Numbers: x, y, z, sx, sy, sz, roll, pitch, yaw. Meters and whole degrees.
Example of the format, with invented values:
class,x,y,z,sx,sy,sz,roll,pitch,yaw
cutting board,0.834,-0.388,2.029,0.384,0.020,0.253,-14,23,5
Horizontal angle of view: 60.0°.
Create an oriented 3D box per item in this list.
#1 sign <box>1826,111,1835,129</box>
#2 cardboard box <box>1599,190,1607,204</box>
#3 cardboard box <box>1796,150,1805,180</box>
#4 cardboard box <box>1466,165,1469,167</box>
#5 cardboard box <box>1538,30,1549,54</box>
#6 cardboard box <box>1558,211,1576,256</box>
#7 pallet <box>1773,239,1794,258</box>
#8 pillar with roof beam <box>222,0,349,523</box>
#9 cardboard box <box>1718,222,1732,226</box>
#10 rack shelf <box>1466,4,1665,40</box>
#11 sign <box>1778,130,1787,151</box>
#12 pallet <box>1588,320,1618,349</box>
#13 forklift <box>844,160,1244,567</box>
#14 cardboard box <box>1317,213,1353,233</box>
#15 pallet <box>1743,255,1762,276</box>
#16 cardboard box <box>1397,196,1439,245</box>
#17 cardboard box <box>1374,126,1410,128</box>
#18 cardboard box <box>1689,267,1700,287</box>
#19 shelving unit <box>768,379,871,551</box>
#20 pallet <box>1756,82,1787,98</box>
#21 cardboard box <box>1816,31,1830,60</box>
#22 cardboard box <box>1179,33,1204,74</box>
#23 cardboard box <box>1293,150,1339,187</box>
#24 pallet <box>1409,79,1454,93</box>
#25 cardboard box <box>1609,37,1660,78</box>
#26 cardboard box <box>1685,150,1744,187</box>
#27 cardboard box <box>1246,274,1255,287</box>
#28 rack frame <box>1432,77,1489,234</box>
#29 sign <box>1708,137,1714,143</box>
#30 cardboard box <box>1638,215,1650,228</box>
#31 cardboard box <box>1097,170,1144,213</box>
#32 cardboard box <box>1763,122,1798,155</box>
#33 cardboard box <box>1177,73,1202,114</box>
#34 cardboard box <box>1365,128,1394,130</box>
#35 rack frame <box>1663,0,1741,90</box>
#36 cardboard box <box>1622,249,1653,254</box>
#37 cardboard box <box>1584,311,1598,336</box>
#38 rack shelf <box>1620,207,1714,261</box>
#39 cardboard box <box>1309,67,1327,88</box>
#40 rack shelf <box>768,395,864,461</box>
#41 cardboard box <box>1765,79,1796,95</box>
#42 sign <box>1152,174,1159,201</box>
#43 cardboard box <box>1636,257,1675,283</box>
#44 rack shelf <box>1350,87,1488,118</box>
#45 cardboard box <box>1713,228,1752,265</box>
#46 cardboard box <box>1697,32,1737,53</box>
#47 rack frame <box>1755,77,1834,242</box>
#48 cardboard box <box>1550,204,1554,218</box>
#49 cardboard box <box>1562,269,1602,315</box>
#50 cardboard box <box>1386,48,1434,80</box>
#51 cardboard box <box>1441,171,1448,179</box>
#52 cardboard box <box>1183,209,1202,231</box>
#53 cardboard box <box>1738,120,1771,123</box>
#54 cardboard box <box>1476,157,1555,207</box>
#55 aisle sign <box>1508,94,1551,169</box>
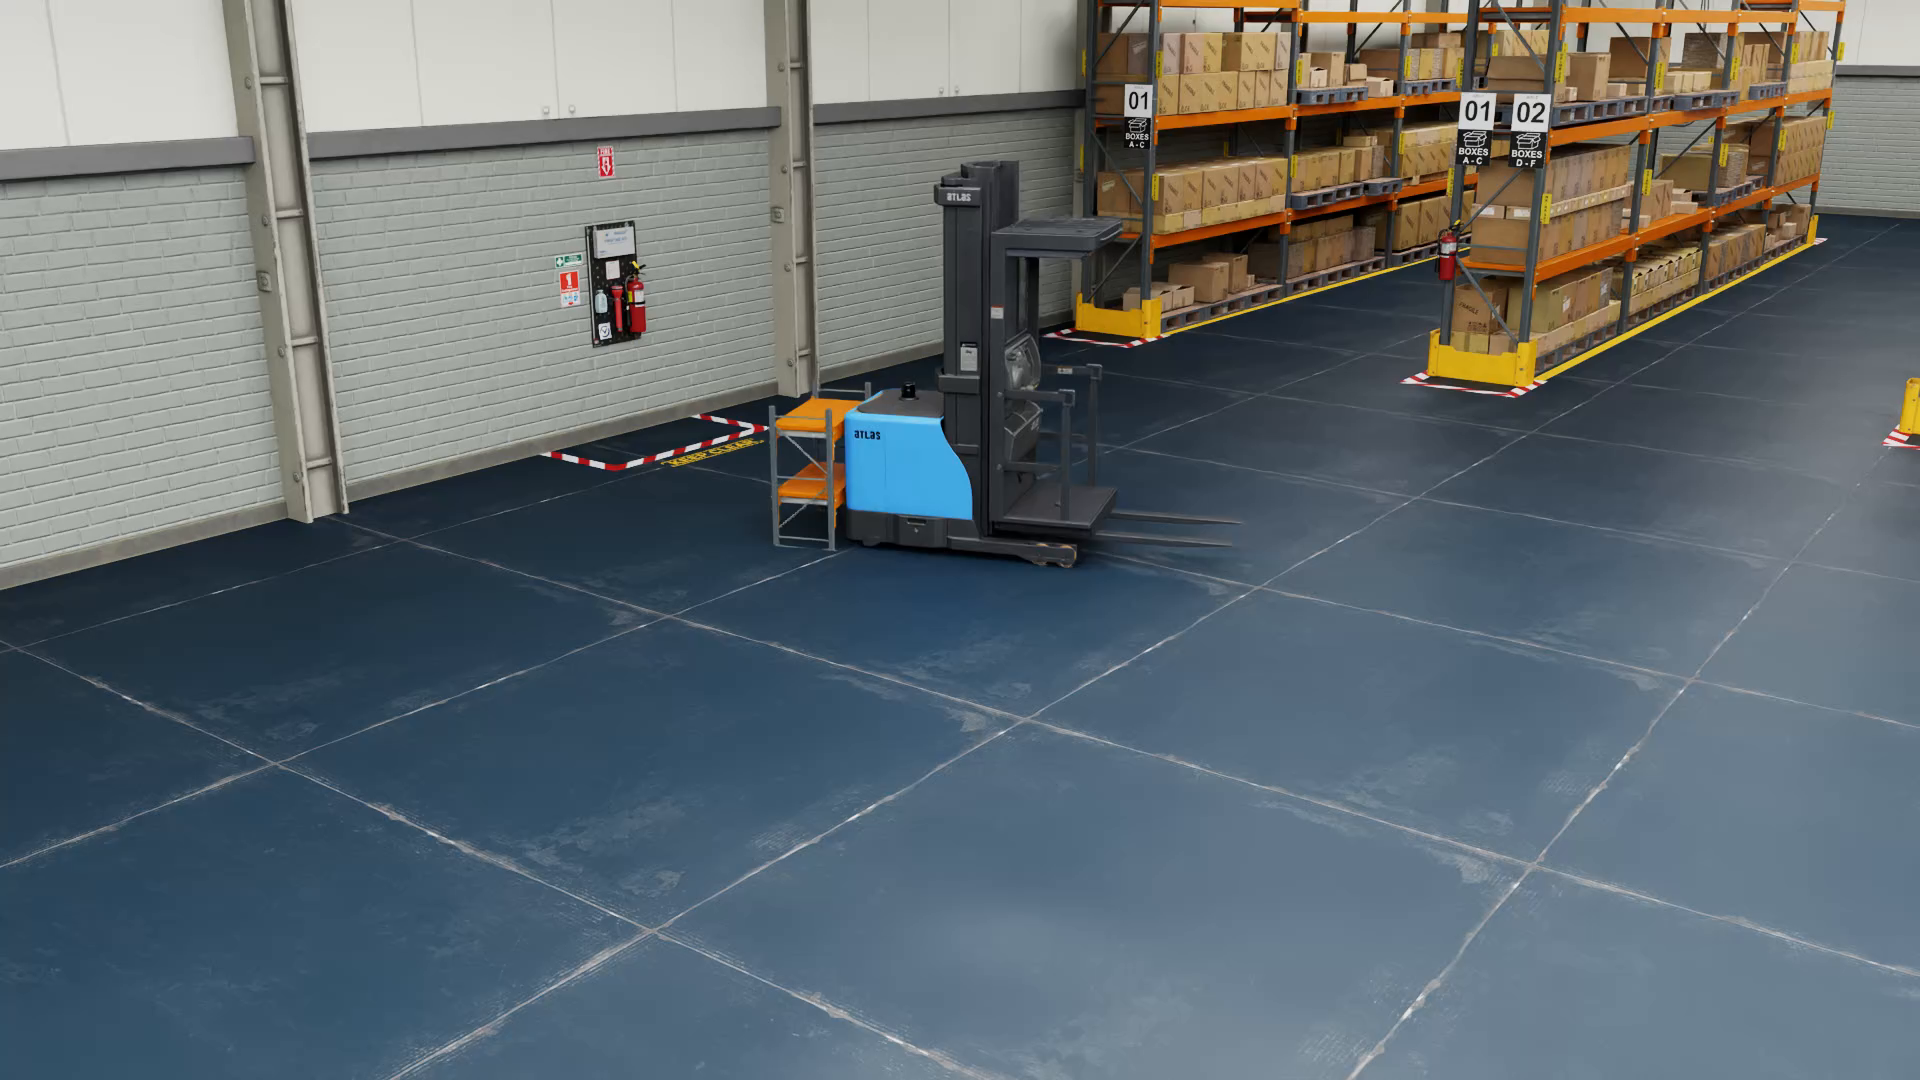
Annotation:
class,x,y,z,sx,sy,sz,roll,pitch,yaw
sign,15.999,-7.720,30.560,0.100,0.325,0.005,12,21,35
cardboard box,7.818,-4.273,20.685,0.380,0.149,0.250,12,21,34
cardboard box,14.609,-6.650,29.431,0.500,0.500,0.500,12,21,34
cardboard box,8.833,-6.962,29.901,0.500,0.500,0.500,13,21,35
cardboard box,11.061,-9.621,32.220,0.500,0.500,0.500,13,22,36
cardboard box,6.930,-3.708,19.957,0.700,0.500,0.500,13,21,35
pallet,14.319,-5.289,29.921,1.003,0.211,1.213,12,21,35
pillar with roof beam,-1.919,-3.748,10.140,9.100,9.000,0.400,12,21,35
cardboard box,12.698,-5.110,28.115,0.500,0.500,0.500,11,21,32
rack shelf,7.224,-6.115,19.648,1.077,0.370,4.000,12,21,35
sign,13.630,-6.622,27.557,0.100,0.325,0.005,12,21,35
pallet,7.908,-2.747,21.733,1.003,0.211,1.213,12,21,35
forklift,0.667,-1.367,12.705,3.031,2.935,1.130,5,18,15
cardboard box,6.041,-5.157,27.001,0.500,0.250,0.500,13,21,36
pallet,12.728,-4.634,27.810,1.003,0.211,1.213,12,21,35
cardboard box,7.889,-5.621,29.204,0.750,0.750,0.750,12,21,34
cardboard box,7.500,-7.043,28.899,0.500,0.250,0.500,12,21,33
cardboard box,10.681,-3.932,24.777,0.500,0.250,0.500,13,21,36
shelving unit,-1.099,-0.621,13.345,0.538,1.125,1.048,4,18,13
pallet,12.737,-7.366,27.164,1.213,0.211,1.003,12,21,35
cardboard box,15.273,-8.951,30.098,0.700,0.500,0.500,12,21,35
cardboard box,2.816,-6.309,21.556,0.500,0.500,0.500,12,21,34
cardboard box,5.472,-5.802,25.960,0.700,0.500,0.500,16,24,42
pallet,7.823,-7.860,28.756,1.003,0.211,1.213,14,22,37
cardboard box,8.815,-6.320,21.760,0.500,0.500,0.500,13,21,35
cardboard box,11.782,-5.816,26.037,0.500,0.500,0.700,-15,23,-40
cardboard box,4.140,-3.859,24.649,0.380,0.166,0.250,9,20,28
rack frame,9.202,-7.040,30.858,1.000,3.000,0.127,12,21,35
sign,12.742,-6.674,28.216,0.100,0.325,0.005,12,21,35
cardboard box,9.108,-4.316,22.506,0.380,0.149,0.250,12,21,35
cardboard box,2.162,-4.628,22.044,0.500,0.500,0.500,12,21,34
cardboard box,13.996,-6.877,28.476,0.500,0.500,0.500,12,21,33
cardboard box,2.800,-5.829,21.697,0.500,0.500,0.500,14,22,38
cardboard box,7.192,-6.922,28.507,0.500,0.250,0.500,12,21,33
rack frame,10.799,-8.078,24.084,1.000,3.000,0.127,12,21,35
cardboard box,9.945,-4.169,24.594,0.500,0.311,0.500,12,21,33
cardboard box,7.723,-2.760,21.002,0.500,0.250,0.500,12,21,35
rack shelf,9.607,-4.393,23.546,1.077,0.370,4.000,12,21,35
cardboard box,5.192,-6.988,25.074,0.500,0.311,0.500,13,22,36
rack shelf,-1.099,-0.900,13.259,0.538,0.278,1.000,4,18,13
cardboard box,13.671,-7.599,27.851,0.500,0.250,0.500,12,21,35
sign,2.488,-4.500,21.217,0.100,0.325,0.005,12,21,35
cardboard box,9.777,-3.837,23.523,0.500,0.311,0.500,13,22,36
rack shelf,8.010,-7.653,28.985,1.077,0.370,4.000,12,21,35
cardboard box,12.518,-4.779,27.047,0.500,0.500,0.500,13,21,35
cardboard box,11.368,-7.395,25.088,0.500,0.500,0.500,12,21,35
rack frame,15.566,-7.119,31.110,1.000,3.000,0.127,12,21,35
cardboard box,6.594,-3.784,19.109,0.380,0.149,0.250,12,21,33
cardboard box,7.713,-3.120,20.898,0.500,0.500,0.500,12,21,35
cardboard box,7.675,-8.169,28.523,0.700,0.500,0.500,14,22,37
cardboard box,8.435,-6.505,29.522,0.380,0.149,0.250,12,21,33
cardboard box,2.895,-4.307,22.273,0.500,0.250,0.500,12,21,33
cardboard box,13.879,-7.100,29.195,0.500,0.500,0.500,13,21,35
cardboard box,6.352,-4.097,19.022,0.700,0.500,0.500,13,21,35
aisle sign,6.239,-4.480,18.228,0.394,0.787,0.004,12,21,35
